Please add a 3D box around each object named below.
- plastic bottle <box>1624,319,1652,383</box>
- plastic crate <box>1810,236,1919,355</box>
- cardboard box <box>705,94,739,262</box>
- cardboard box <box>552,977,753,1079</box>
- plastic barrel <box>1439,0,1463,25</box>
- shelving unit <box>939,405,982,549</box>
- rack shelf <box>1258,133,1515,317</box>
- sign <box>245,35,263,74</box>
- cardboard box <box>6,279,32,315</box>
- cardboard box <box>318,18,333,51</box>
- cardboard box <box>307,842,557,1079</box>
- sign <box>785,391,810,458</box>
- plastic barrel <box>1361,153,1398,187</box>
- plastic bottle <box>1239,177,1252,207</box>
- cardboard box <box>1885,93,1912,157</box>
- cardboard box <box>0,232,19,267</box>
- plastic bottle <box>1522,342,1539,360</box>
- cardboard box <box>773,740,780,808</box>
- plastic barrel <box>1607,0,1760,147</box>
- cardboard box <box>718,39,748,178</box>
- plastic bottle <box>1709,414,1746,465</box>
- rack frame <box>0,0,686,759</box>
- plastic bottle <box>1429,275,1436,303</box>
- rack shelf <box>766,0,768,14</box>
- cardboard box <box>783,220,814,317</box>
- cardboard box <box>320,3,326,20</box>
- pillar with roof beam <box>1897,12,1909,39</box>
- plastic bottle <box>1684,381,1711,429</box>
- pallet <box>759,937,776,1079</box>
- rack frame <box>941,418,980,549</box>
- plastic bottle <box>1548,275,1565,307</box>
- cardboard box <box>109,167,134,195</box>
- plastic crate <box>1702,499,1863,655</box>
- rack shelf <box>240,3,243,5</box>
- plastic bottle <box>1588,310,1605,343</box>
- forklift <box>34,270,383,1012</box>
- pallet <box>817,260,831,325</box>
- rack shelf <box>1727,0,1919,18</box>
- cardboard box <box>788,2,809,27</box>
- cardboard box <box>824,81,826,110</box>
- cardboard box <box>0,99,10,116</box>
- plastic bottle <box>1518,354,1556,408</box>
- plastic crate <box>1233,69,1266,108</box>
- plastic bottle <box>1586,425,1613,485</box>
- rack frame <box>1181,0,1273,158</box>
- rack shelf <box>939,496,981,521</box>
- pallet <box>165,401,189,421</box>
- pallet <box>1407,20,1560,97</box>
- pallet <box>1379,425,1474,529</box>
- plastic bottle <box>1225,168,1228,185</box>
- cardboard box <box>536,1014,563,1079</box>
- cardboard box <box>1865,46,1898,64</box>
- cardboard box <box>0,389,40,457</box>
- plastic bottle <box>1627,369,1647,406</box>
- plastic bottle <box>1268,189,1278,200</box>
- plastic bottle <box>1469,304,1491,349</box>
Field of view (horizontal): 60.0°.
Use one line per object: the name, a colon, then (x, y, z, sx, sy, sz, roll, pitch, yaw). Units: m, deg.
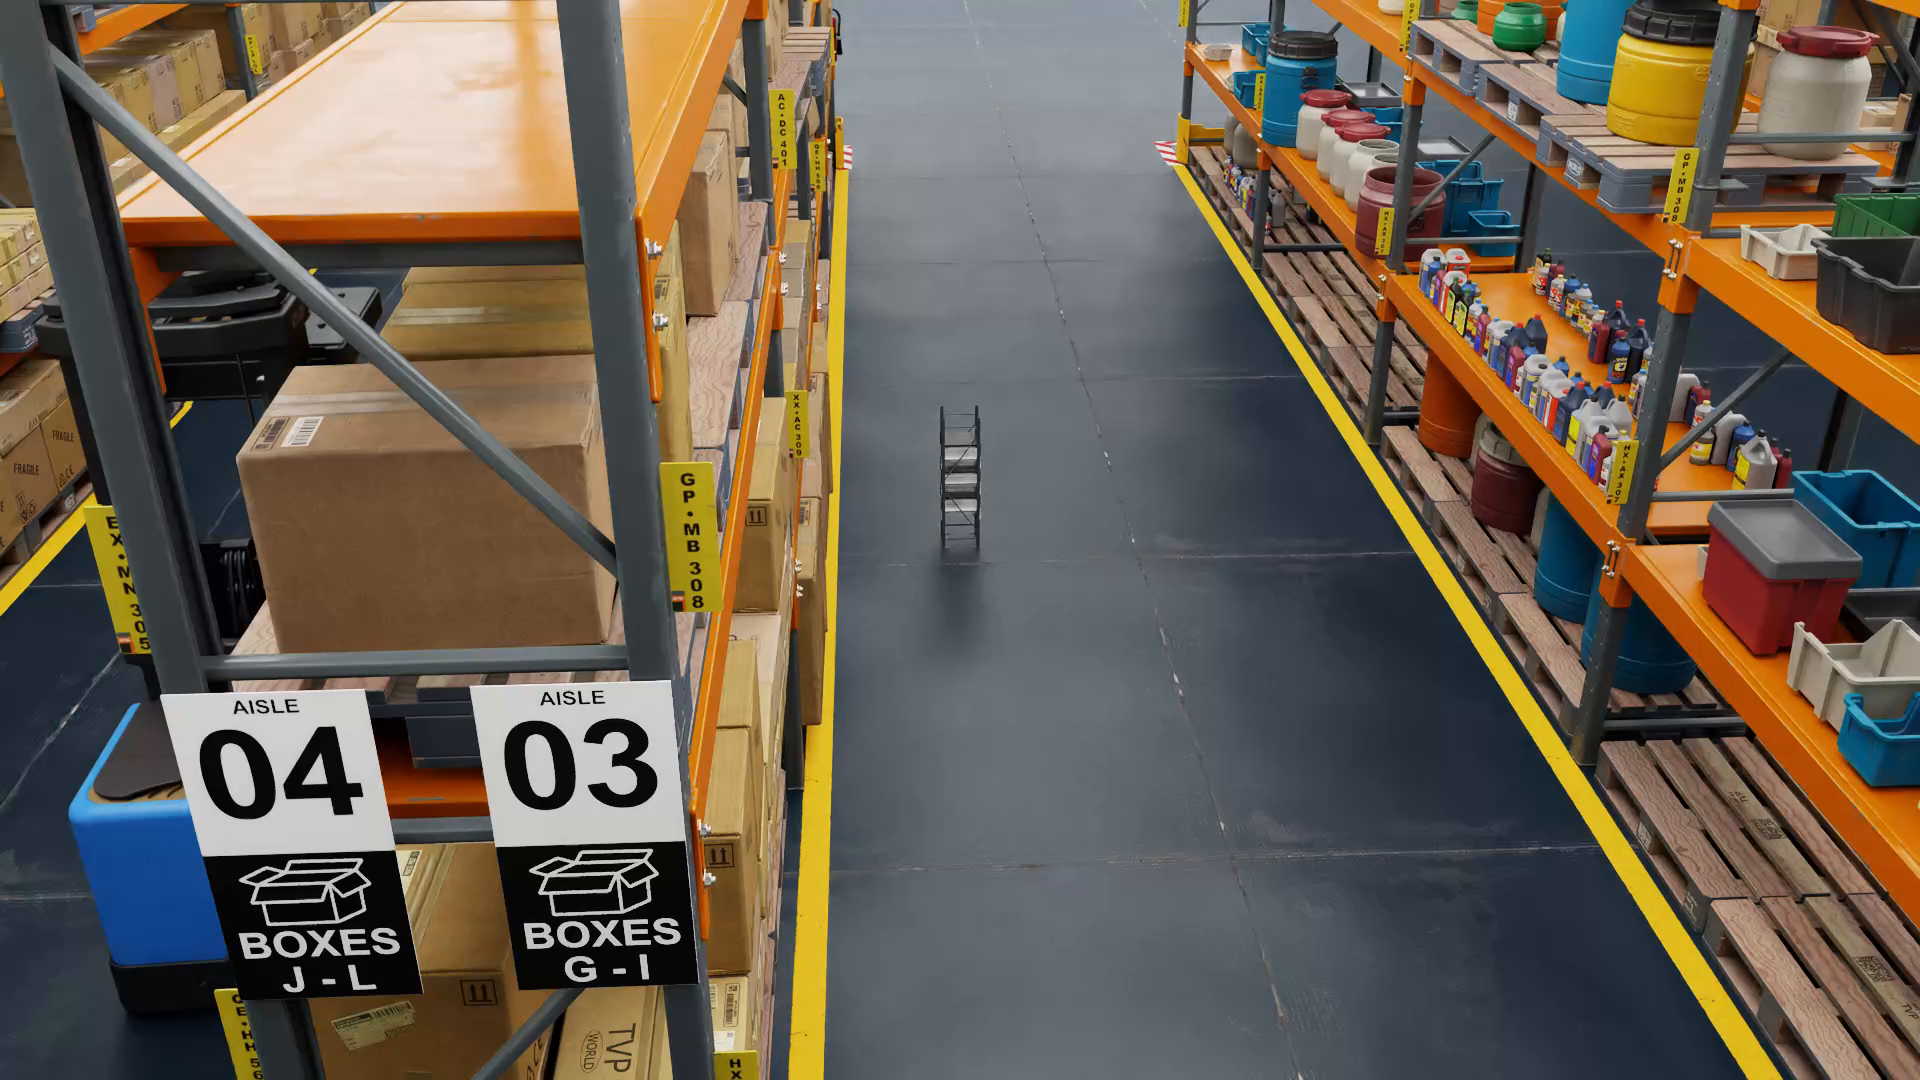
plastic bottle: (3.943, -1.105, 9.679, 0.144, 0.351, 0.185, -1, 28, -3)
plastic crate: (3.453, -0.898, 6.125, 0.497, 0.269, 0.590, -1, 28, -3)
cardboard box: (-1.184, -1.331, 6.145, 0.700, 0.500, 0.500, -3, 28, -6)
cardboard box: (-0.831, 1.467, 4.533, 0.500, 0.250, 0.500, -2, 28, -4)
plastic barrel: (3.627, -3.990, 11.370, 0.600, 0.901, 0.600, 0, 28, 0)
shelving unit: (0.000, -0.395, 10.535, 0.258, 0.900, 0.210, -1, 28, -3)
rack shelf: (3.348, -2.658, 13.380, 1.077, 0.370, 4.000, -1, 28, -3)
sign: (-6.119, -4.203, 14.399, 0.100, 0.325, 0.005, -1, 28, -3)
cardboard box: (-5.942, -1.485, 10.171, 0.380, 0.149, 0.250, -1, 28, -2)
cardboard box: (-6.851, -4.936, 16.808, 0.875, 0.550, 0.550, -1, 28, -3)
cardboard box: (-1.364, 1.144, 4.342, 0.500, 0.500, 0.500, -1, 28, -2)
sign: (-0.730, -0.519, 7.480, 0.100, 0.325, 0.005, -1, 28, -3)
plastic barrel: (3.186, -2.573, 12.318, 0.421, 0.512, 0.421, 0, 28, 0)
plastic bottle: (2.891, -3.491, 16.669, 0.152, 0.276, 0.135, -1, 28, -2)
cardboard box: (8.242, -3.464, 14.040, 0.500, 0.500, 0.500, 1, 28, 1)
cardboard box: (-5.944, -1.747, 10.030, 0.380, 0.149, 0.250, -1, 28, -1)
plastic bottle: (3.274, -1.010, 9.582, 0.097, 0.271, 0.097, 0, 28, 0)
cardboard box: (-0.862, 0.869, 6.112, 0.380, 0.149, 0.250, -1, 28, -2)
plastic barrel: (3.411, -2.222, 7.865, 0.600, 0.588, 0.600, 0, 28, 0)
cardboard box: (-1.325, -1.914, 7.371, 0.700, 0.500, 0.500, -1, 28, -1)
plastic bottle: (3.999, -0.543, 8.681, 0.152, 0.276, 0.135, -1, 28, -3)
rack frame: (-1.076, -0.899, 2.743, 1.000, 3.000, 0.127, -1, 28, -3)
plastic bottle: (3.136, -1.658, 10.900, 0.097, 0.201, 0.097, 0, 28, 0)
rack shelf: (-1.389, -3.174, 8.314, 1.077, 0.370, 4.000, -1, 28, -3)
cardboard box: (-1.220, -1.756, 10.765, 0.500, 0.500, 0.500, -1, 28, -1)
cardboard box: (-6.874, -5.414, 16.557, 0.875, 0.550, 0.550, -1, 28, -3)
pillar with roof beam: (9.217, -11.011, 22.131, 9.100, 9.000, 0.400, -1, 28, -3)
plastic bottle: (4.022, -0.744, 9.059, 0.061, 0.283, 0.133, -1, 28, -3)
pallet: (-1.256, 2.068, 6.557, 1.003, 0.211, 1.213, -1, 28, -3)
rack frame: (0.006, -0.348, 10.445, 0.240, 0.900, 0.006, -1, 28, -3)
plastic bottle: (3.900, -1.628, 10.843, 0.097, 0.201, 0.097, 0, 28, 0)
cardboard box: (-6.235, -2.353, 11.910, 0.500, 0.500, 0.500, -2, 28, -3)
plastic crate: (3.458, 0.158, 7.070, 0.402, 0.464, 0.583, -1, 28, -3)
rack shelf: (-6.765, -5.642, 15.859, 1.077, 0.370, 4.000, -1, 28, -3)
plastic bottle: (3.935, -1.313, 10.240, 0.097, 0.201, 0.097, 0, 28, 0)
forklift: (-3.128, -0.004, 7.589, 1.130, 2.935, 3.031, -3, 28, -6)
pallet: (-1.660, -2.185, 14.711, 1.003, 0.211, 1.213, -1, 28, -3)
rack shelf: (3.766, -1.446, 5.002, 1.077, 0.370, 4.000, -1, 28, -3)
cardboard box: (-1.264, -3.420, 10.982, 0.500, 0.250, 0.500, -1, 28, -2)
cardboard box: (-1.664, -4.166, 15.065, 0.875, 0.500, 0.500, -1, 28, -3)
cardboard box: (-6.493, -2.789, 11.665, 0.700, 0.500, 0.500, -2, 28, -3)
plastic bottle: (3.254, -0.896, 9.358, 0.152, 0.276, 0.135, -1, 28, -3)
plastic crate: (2.915, -4.339, 15.986, 0.499, 0.251, 0.616, -1, 28, -3)
plastic bottle: (3.261, -0.434, 8.465, 0.061, 0.283, 0.133, -1, 28, -3)
rack frame: (3.035, -5.748, 18.526, 1.000, 3.000, 0.127, -1, 28, -3)
rack shelf: (0.000, -0.206, 10.633, 0.258, 0.077, 0.200, -1, 28, -3)
pallet: (-6.418, -0.990, 12.420, 1.003, 0.211, 1.213, -1, 28, -3)
pallet: (3.395, -2.944, 10.111, 1.003, 0.211, 1.213, -1, 28, -3)
pallet: (3.536, -0.454, 11.391, 1.003, 0.211, 1.213, -1, 28, -3)
plastic bottle: (2.824, -3.809, 17.360, 0.097, 0.201, 0.097, 0, 28, 0)
cardboard box: (-1.366, 1.478, 4.513, 0.500, 0.250, 0.500, -2, 28, -3)
cardboard box: (8.370, -4.479, 15.284, 0.380, 0.149, 0.250, -1, 28, -3)
cardboard box: (-6.117, -0.728, 10.341, 0.500, 0.250, 0.500, -1, 28, -2)
plastic bottle: (3.834, -0.864, 9.377, 0.097, 0.201, 0.097, 0, 28, 0)
plastic bottle: (3.059, -3.282, 16.269, 0.152, 0.276, 0.135, -1, 28, -3)
plastic bottle: (3.180, -1.307, 10.152, 0.097, 0.271, 0.097, 0, 28, 0)
